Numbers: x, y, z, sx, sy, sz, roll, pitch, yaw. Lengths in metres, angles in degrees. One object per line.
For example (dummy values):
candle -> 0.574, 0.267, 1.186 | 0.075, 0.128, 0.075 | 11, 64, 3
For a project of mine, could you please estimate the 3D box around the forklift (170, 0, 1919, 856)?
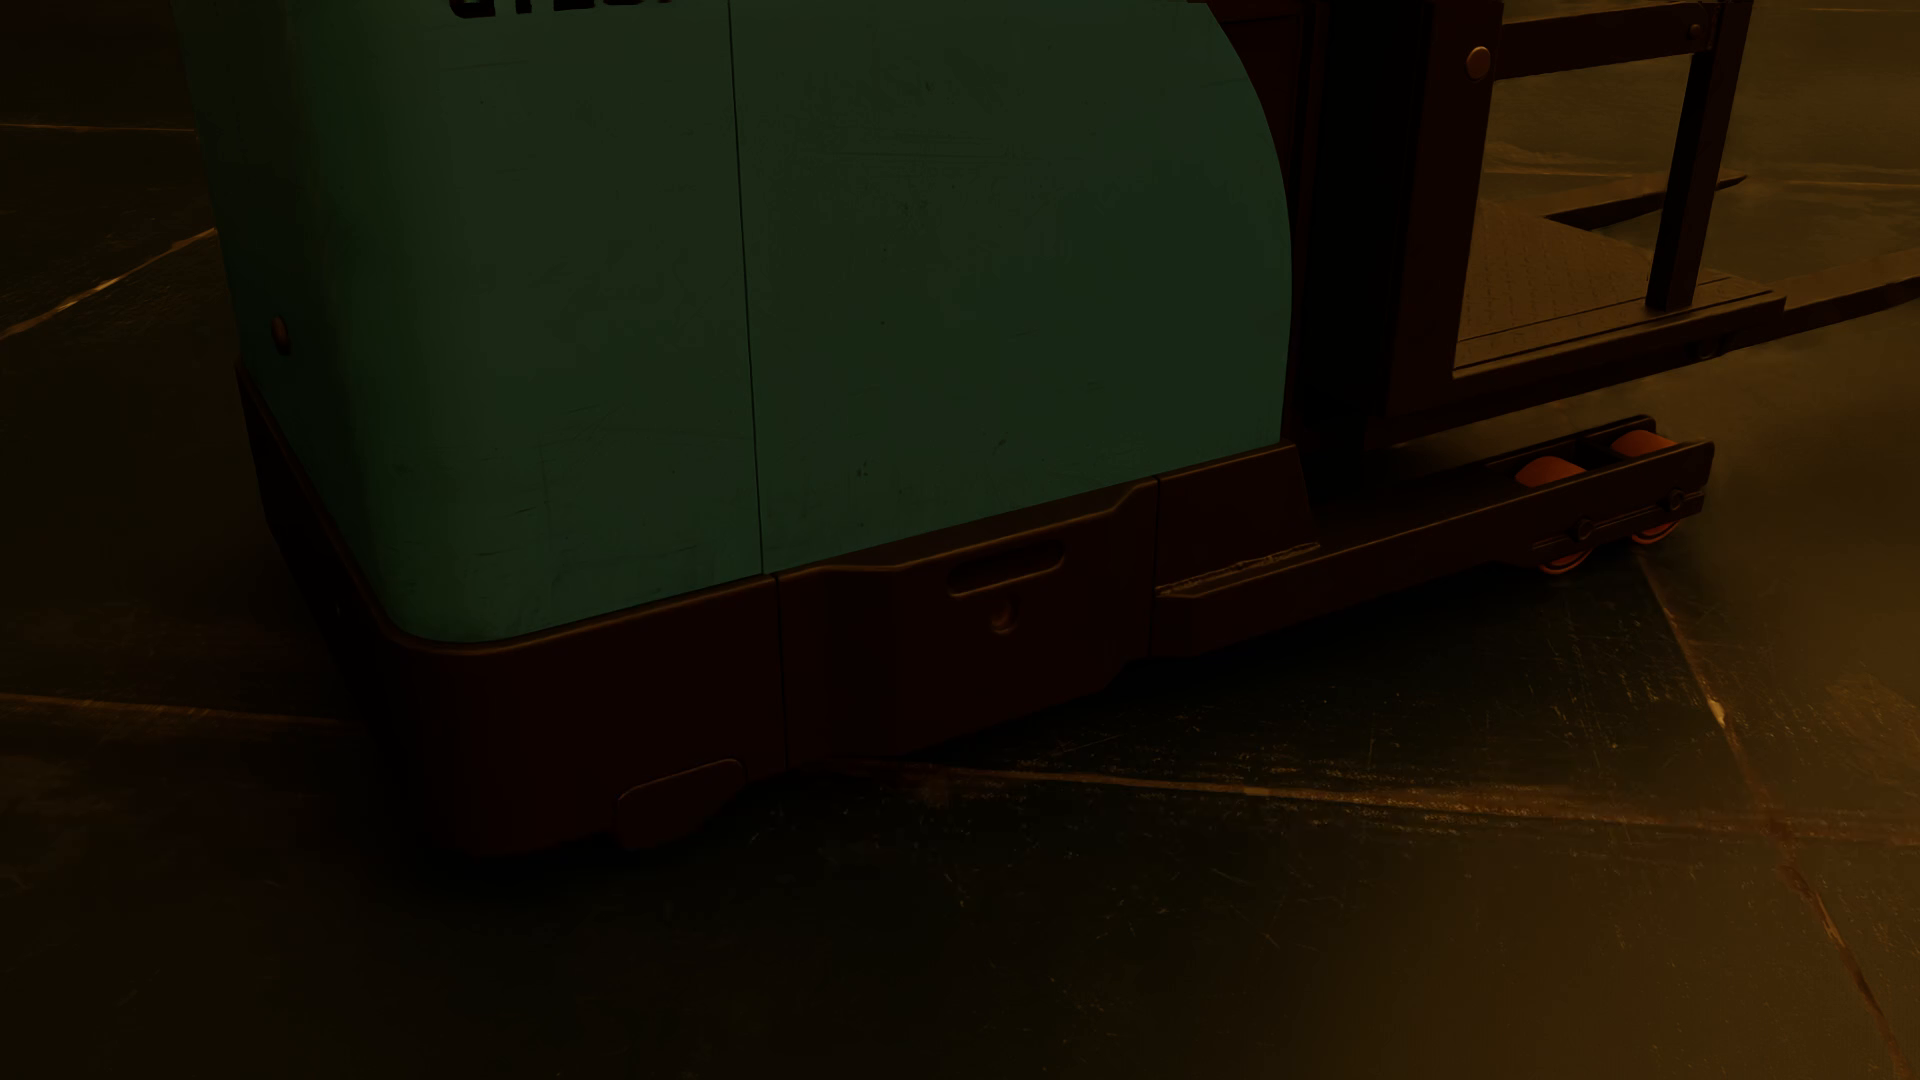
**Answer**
forklift -> 0.526, -1.451, 2.124 | 3.031, 2.935, 1.130 | -15, 30, -27
